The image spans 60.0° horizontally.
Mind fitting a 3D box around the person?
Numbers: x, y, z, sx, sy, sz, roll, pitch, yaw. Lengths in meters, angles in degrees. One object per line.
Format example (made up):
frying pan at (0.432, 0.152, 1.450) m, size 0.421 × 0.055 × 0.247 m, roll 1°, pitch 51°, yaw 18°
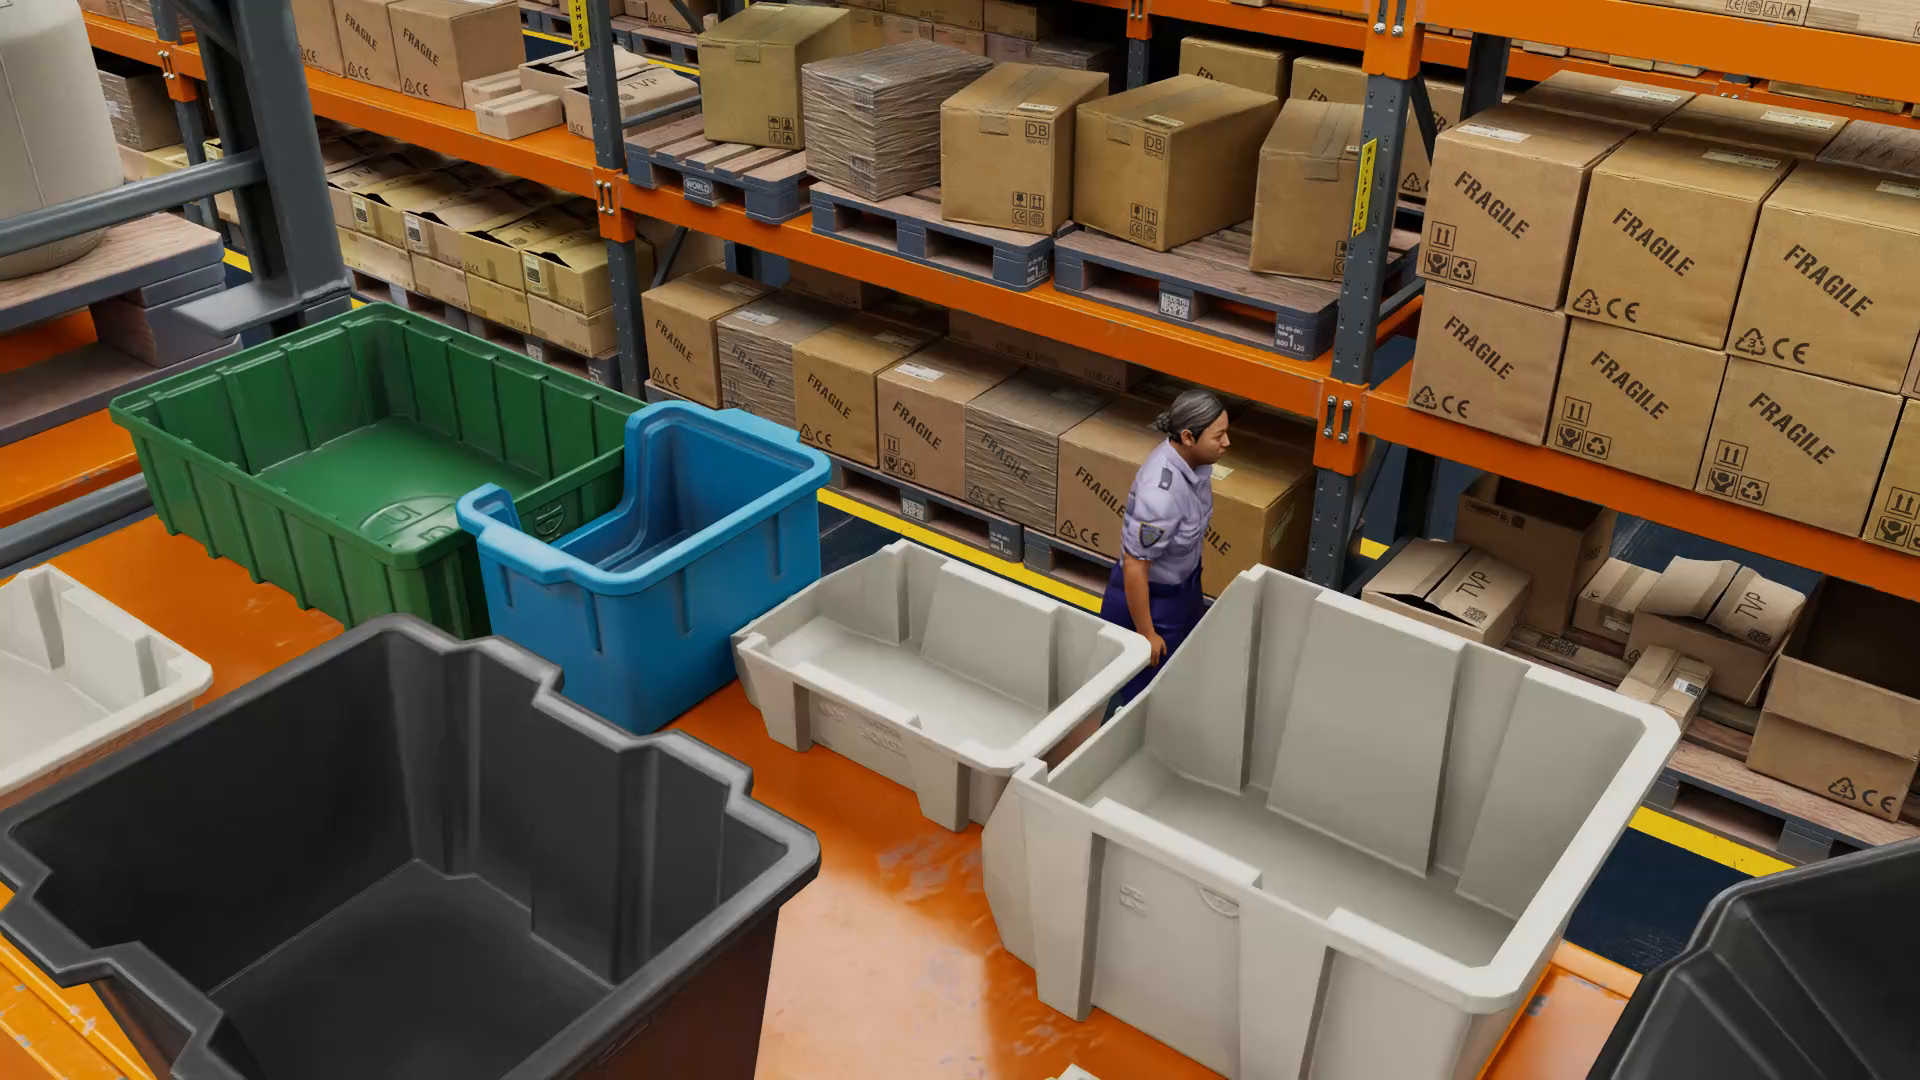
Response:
person at (0.696, 0.231, 5.757) m, size 0.371 × 1.651 × 0.565 m, roll 14°, pitch 34°, yaw 22°
